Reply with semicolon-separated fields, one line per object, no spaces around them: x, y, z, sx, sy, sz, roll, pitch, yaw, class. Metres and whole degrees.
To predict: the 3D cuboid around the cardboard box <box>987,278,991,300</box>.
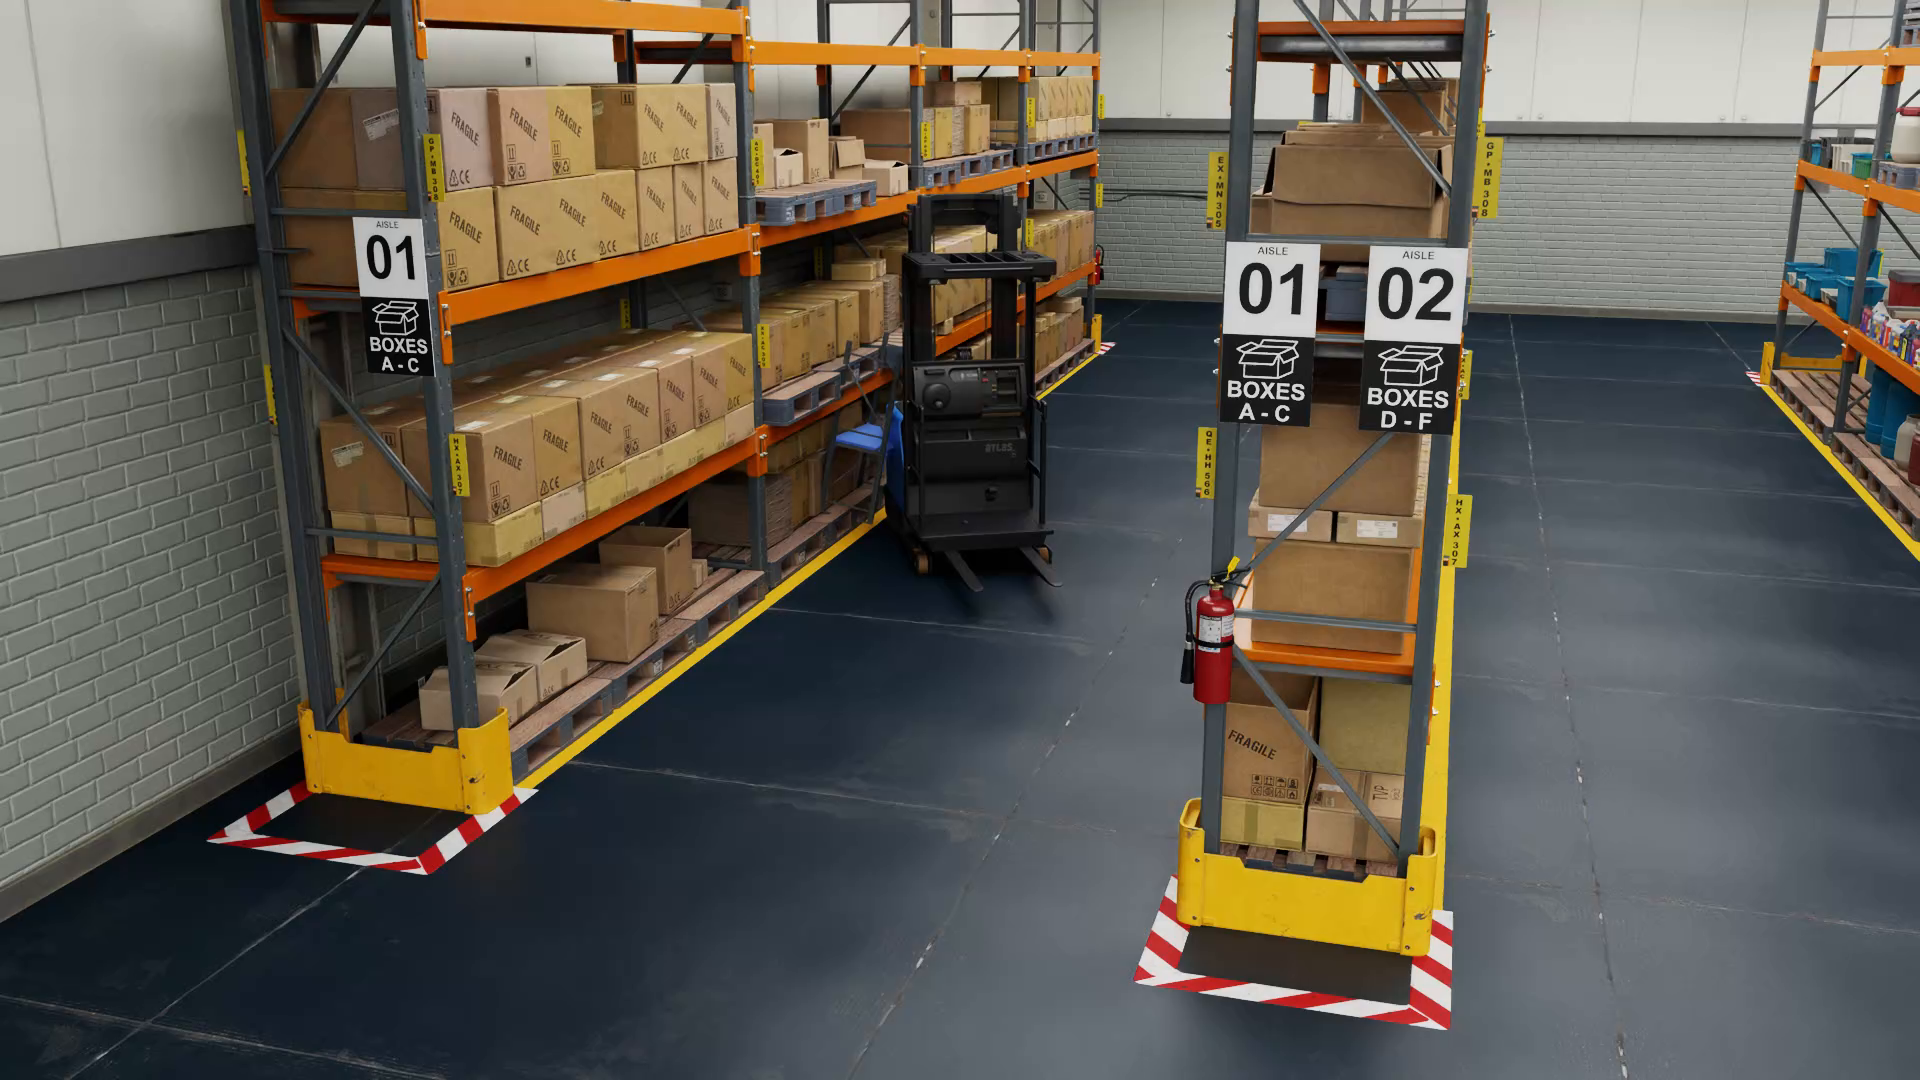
0.119;-2.947;18.458;0.500;0.500;0.500;5;16;16;cardboard box

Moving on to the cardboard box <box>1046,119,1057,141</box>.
0.902;-5.065;20.516;0.500;0.250;0.500;4;16;15;cardboard box

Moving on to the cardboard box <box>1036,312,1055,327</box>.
1.026;-2.863;21.549;0.380;0.149;0.250;4;16;14;cardboard box

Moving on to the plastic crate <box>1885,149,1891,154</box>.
10.923;-4.491;19.557;0.450;0.188;0.336;5;16;16;plastic crate

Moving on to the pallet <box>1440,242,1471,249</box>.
2.205;-1.533;8.902;1.003;0.211;1.213;5;16;16;pallet

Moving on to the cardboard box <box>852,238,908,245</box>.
-0.811;-2.941;17.061;0.500;0.250;0.500;4;16;14;cardboard box

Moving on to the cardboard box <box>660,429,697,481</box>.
-2.101;-0.586;11.138;0.500;0.250;0.500;5;16;16;cardboard box

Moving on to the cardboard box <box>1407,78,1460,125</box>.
5.425;-4.991;18.915;0.700;0.500;0.500;5;16;16;cardboard box

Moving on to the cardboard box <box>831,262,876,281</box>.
-0.989;-2.499;15.465;0.380;0.149;0.250;2;16;7;cardboard box

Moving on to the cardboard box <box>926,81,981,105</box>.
-0.081;-4.995;18.583;0.500;0.250;0.500;6;17;20;cardboard box

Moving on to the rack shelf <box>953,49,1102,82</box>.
0.863;-6.023;21.123;1.077;0.370;4.000;5;16;16;rack shelf

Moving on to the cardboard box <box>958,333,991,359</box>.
-0.015;-1.907;18.725;0.750;0.750;0.750;5;17;18;cardboard box

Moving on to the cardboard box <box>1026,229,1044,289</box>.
0.464;-3.437;20.399;0.980;0.700;0.700;5;17;17;cardboard box

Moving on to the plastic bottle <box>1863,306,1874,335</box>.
9.242;-2.230;16.907;0.061;0.283;0.133;5;16;16;plastic bottle

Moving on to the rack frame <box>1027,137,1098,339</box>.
1.431;-4.198;23.634;1.000;3.000;0.127;5;16;16;rack frame

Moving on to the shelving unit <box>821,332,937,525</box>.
-0.716;-1.005;14.617;0.538;1.500;1.048;14;15;13;shelving unit

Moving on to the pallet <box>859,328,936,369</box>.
-0.943;-1.818;15.594;1.213;0.211;1.003;5;16;16;pallet

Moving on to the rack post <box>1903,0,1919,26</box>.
9.524;-5.015;15.659;0.937;0.300;0.954;4;16;15;rack post

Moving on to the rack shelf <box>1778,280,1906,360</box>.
10.362;-2.561;19.179;1.077;0.370;4.000;5;16;16;rack shelf

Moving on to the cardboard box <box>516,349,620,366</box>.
-2.610;-0.985;11.170;0.500;0.500;0.500;5;17;17;cardboard box

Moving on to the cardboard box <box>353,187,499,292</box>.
-2.781;-1.581;8.690;0.500;0.500;0.500;5;17;17;cardboard box

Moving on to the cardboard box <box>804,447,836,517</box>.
-1.503;-0.531;14.480;0.700;0.500;0.500;5;17;17;cardboard box

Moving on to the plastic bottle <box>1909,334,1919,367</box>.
8.687;-1.719;15.106;0.061;0.283;0.133;5;16;16;plastic bottle

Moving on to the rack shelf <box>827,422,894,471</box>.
-0.749;-0.834;14.661;0.538;0.185;1.000;14;15;13;rack shelf

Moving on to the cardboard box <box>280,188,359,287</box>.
-3.240;-1.642;8.904;0.500;0.500;0.500;6;17;20;cardboard box

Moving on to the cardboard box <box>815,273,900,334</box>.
-0.966;-2.241;15.745;0.700;0.500;0.500;3;16;9;cardboard box

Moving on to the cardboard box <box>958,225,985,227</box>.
0.253;-3.438;18.815;0.500;0.250;0.500;5;17;17;cardboard box

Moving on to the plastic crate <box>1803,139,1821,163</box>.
10.553;-4.731;20.255;0.497;0.269;0.590;5;16;16;plastic crate

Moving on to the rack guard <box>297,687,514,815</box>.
-3.094;1.170;9.287;1.175;0.500;0.348;5;16;16;rack guard

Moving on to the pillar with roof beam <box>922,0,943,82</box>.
3.792;-5.954;18.831;9.100;9.000;0.400;5;16;16;pillar with roof beam

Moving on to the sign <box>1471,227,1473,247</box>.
5.578;-3.284;18.287;0.100;0.325;0.005;5;16;16;sign

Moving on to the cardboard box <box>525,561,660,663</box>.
-2.414;0.467;10.959;0.700;0.500;0.500;4;16;12;cardboard box

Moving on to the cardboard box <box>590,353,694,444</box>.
-2.107;-0.947;11.036;0.500;0.500;0.500;4;16;14;cardboard box

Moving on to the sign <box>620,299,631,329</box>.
-2.512;-1.658;12.556;0.100;0.325;0.005;5;16;16;sign

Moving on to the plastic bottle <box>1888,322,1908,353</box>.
8.967;-1.929;15.862;0.152;0.276;0.135;5;16;16;plastic bottle

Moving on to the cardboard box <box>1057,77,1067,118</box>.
1.041;-5.563;20.896;0.500;0.500;0.500;5;17;16;cardboard box

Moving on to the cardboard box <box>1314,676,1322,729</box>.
1.772;0.705;9.243;0.500;0.500;0.500;5;16;16;cardboard box

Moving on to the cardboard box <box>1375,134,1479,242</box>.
2.369;-1.803;8.482;0.500;0.500;0.500;5;16;16;cardboard box

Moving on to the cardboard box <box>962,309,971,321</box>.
-0.101;-2.464;17.944;0.380;0.149;0.250;5;17;16;cardboard box

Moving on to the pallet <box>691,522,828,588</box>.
-1.759;0.079;13.664;1.003;0.211;1.213;5;16;16;pallet

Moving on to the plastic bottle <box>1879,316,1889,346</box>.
9.028;-2.032;16.211;0.061;0.283;0.133;5;16;16;plastic bottle

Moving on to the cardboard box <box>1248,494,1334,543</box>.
1.561;-0.104;7.827;0.380;0.149;0.250;4;16;15;cardboard box

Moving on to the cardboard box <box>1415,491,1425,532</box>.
2.025;-0.145;7.970;0.380;0.149;0.250;4;16;14;cardboard box

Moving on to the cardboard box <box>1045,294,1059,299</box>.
1.172;-3.367;23.326;0.380;0.149;0.250;5;17;16;cardboard box

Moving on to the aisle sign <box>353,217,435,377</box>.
-2.848;-1.221;8.373;0.394;0.787;0.004;5;16;16;aisle sign

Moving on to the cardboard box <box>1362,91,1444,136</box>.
2.985;-2.768;11.224;0.500;0.500;0.500;5;17;17;cardboard box

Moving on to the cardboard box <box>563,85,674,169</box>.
-2.145;-2.607;10.474;0.500;0.500;0.500;4;16;14;cardboard box

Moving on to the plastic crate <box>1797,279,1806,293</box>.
10.181;-3.038;19.916;0.250;0.136;0.298;5;16;16;plastic crate

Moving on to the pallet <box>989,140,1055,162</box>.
0.537;-4.765;20.299;1.003;0.211;1.213;5;16;16;pallet

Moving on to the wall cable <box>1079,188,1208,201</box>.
3.381;-7.043;28.358;3.097;2.526;0.112;5;16;16;wall cable

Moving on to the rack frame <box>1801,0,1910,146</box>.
10.930;-6.316;20.107;1.000;3.000;0.127;5;16;16;rack frame

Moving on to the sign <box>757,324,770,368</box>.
-1.456;-1.435;12.306;0.100;0.325;0.005;5;16;16;sign

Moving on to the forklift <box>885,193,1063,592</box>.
0.126;-1.242;13.338;1.130;2.935;3.031;-3;16;-11;forklift

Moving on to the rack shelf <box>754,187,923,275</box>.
-1.411;-2.679;14.099;1.077;0.370;4.000;5;16;16;rack shelf

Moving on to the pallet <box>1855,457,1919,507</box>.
9.189;-0.523;15.787;1.003;0.211;1.213;5;16;16;pallet
